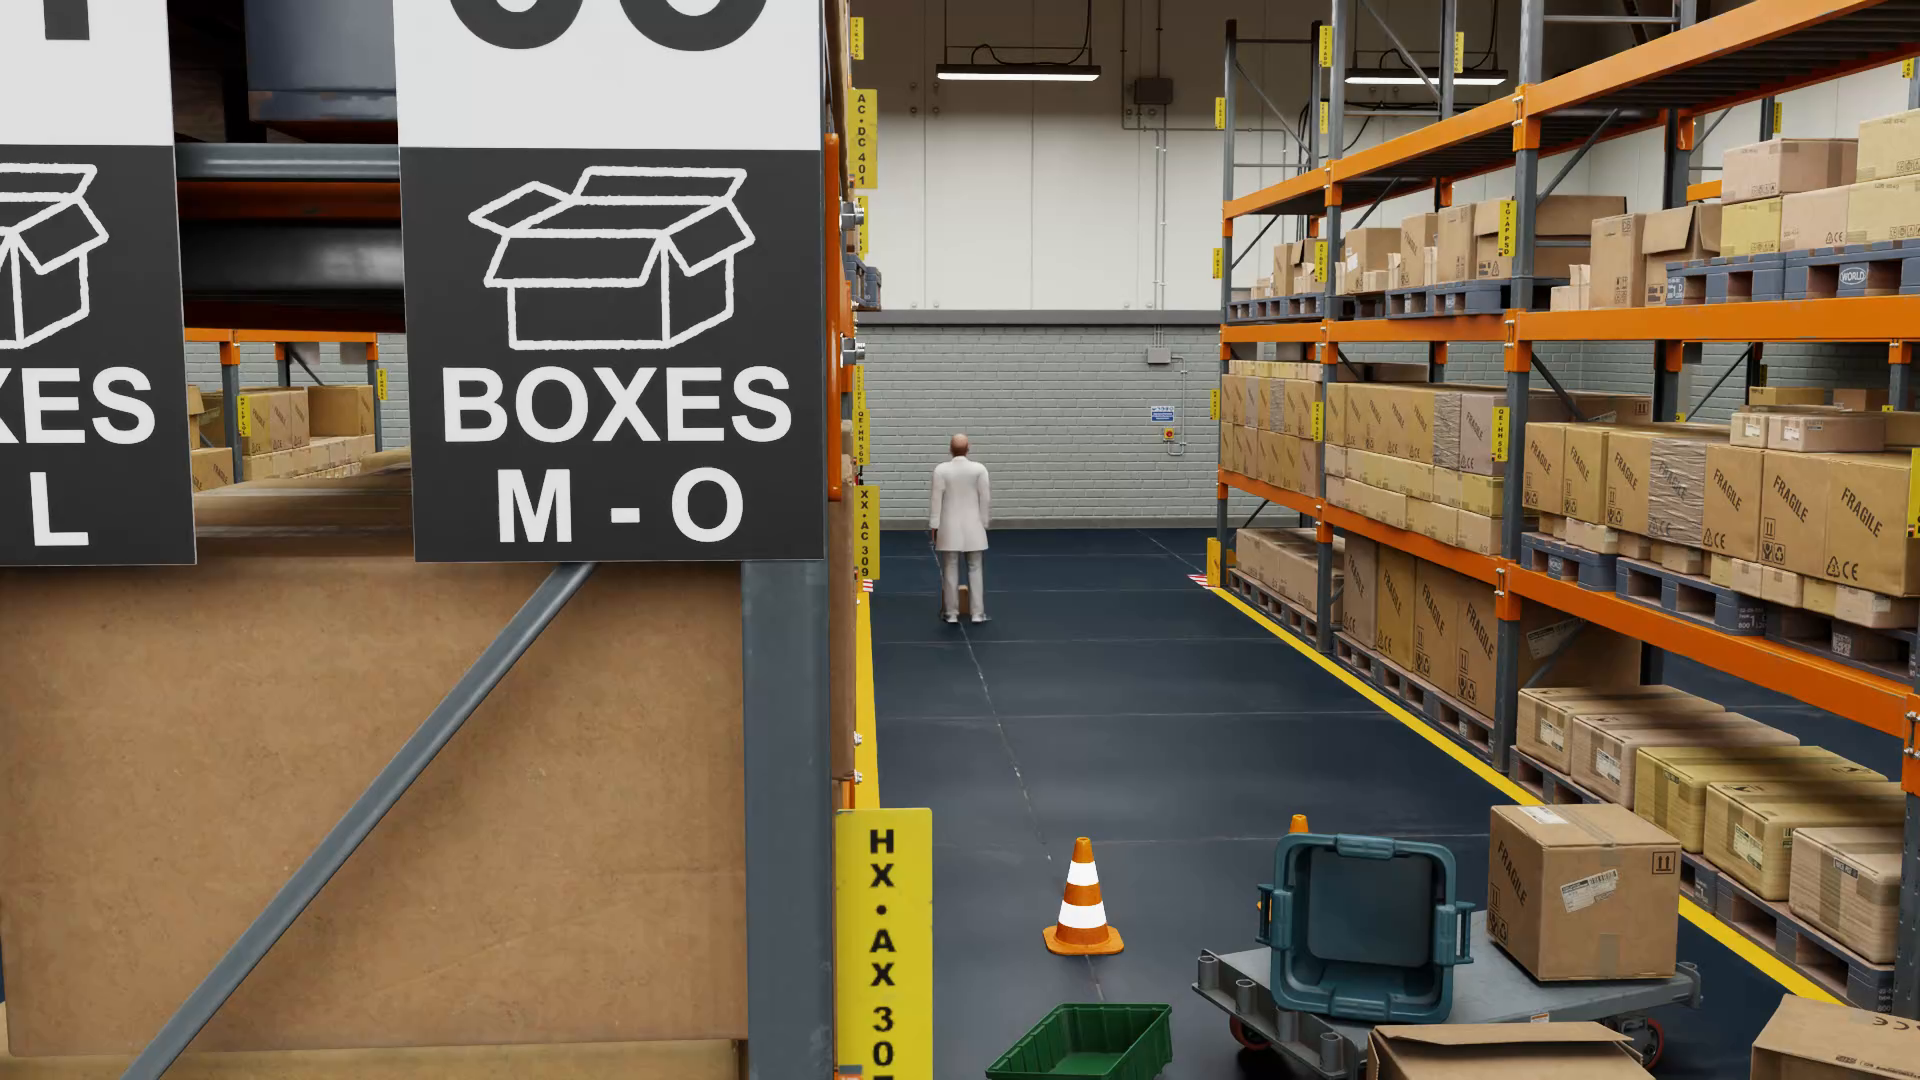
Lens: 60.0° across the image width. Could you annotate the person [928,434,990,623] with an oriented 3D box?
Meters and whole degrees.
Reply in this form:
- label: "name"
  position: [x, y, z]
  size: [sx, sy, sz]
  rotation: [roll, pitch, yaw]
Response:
- label: "person"
  position: [-0.012, -0.108, 15.727]
  size: [0.578, 1.789, 0.385]
  rotation: [0, 7, -4]
